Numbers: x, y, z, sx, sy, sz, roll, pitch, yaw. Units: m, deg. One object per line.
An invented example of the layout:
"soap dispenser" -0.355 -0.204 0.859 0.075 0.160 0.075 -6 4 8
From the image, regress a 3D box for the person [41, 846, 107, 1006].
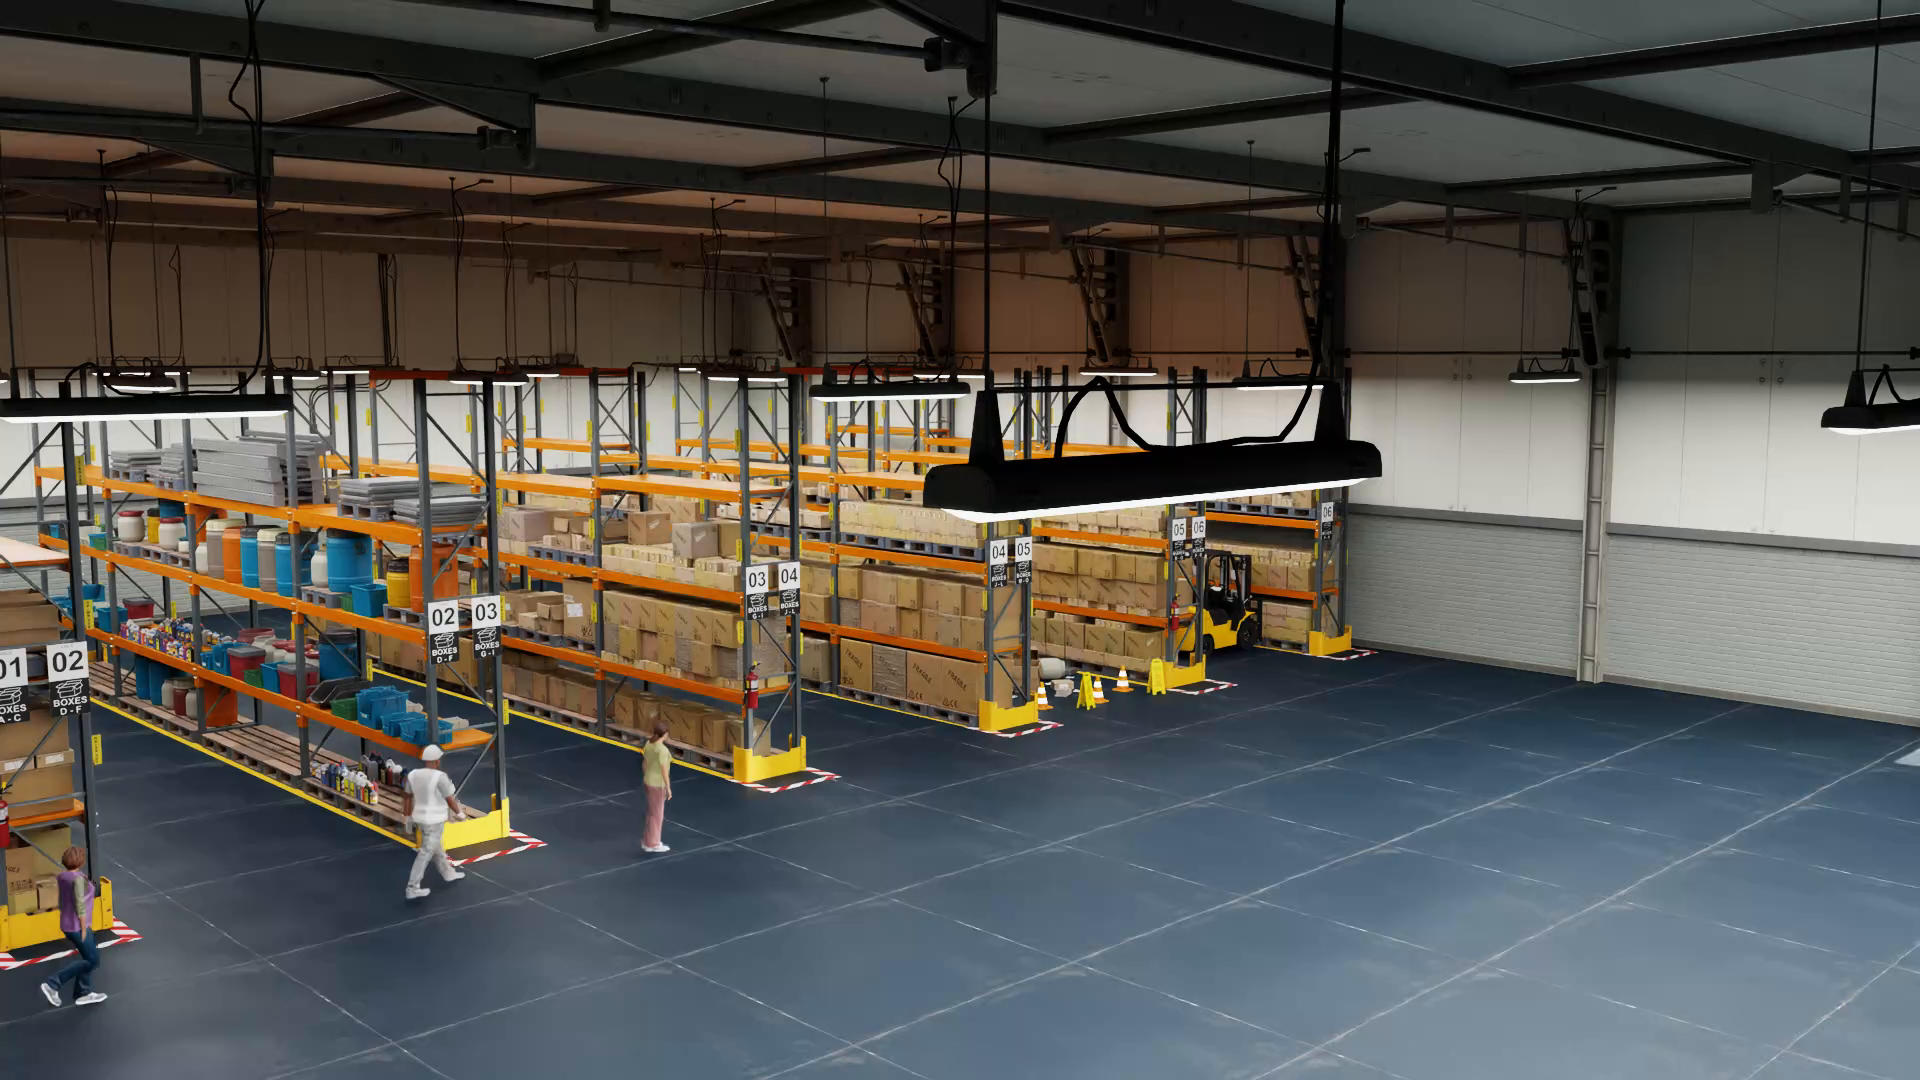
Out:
"person" -8.563 3.736 16.006 0.559 1.577 0.415 -4 8 -31

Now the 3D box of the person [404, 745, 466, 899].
"person" -6.100 3.241 19.445 0.554 1.735 0.978 4 8 33

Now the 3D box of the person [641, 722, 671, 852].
"person" -3.851 3.128 21.098 0.366 1.667 0.491 -4 8 -32
